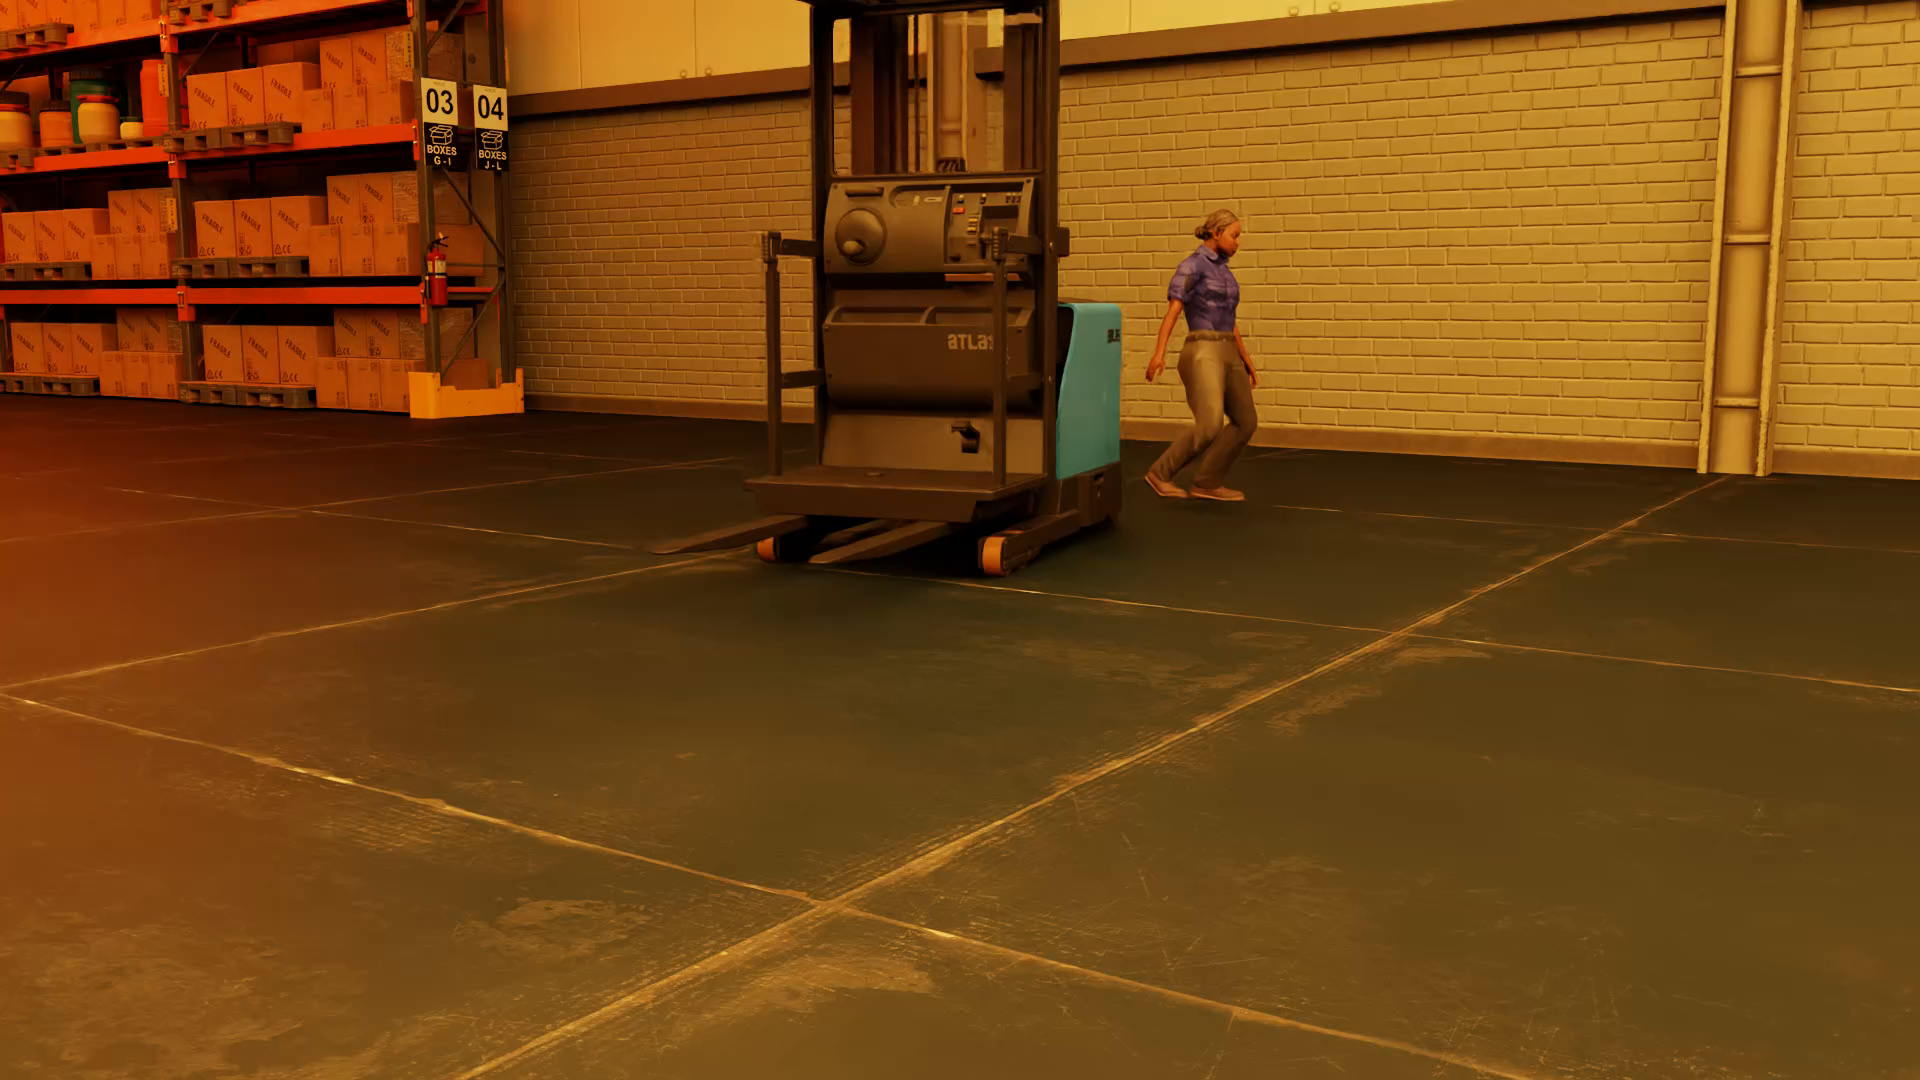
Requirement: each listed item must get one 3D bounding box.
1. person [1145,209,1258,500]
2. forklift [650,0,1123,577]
[{"bbox_3d":[1.293,-0.957,8.814,0.473,1.576,0.791,7,11,41],"label":"person"},{"bbox_3d":[-0.211,-1.370,6.827,1.130,2.935,3.031,3,9,21],"label":"forklift"}]
